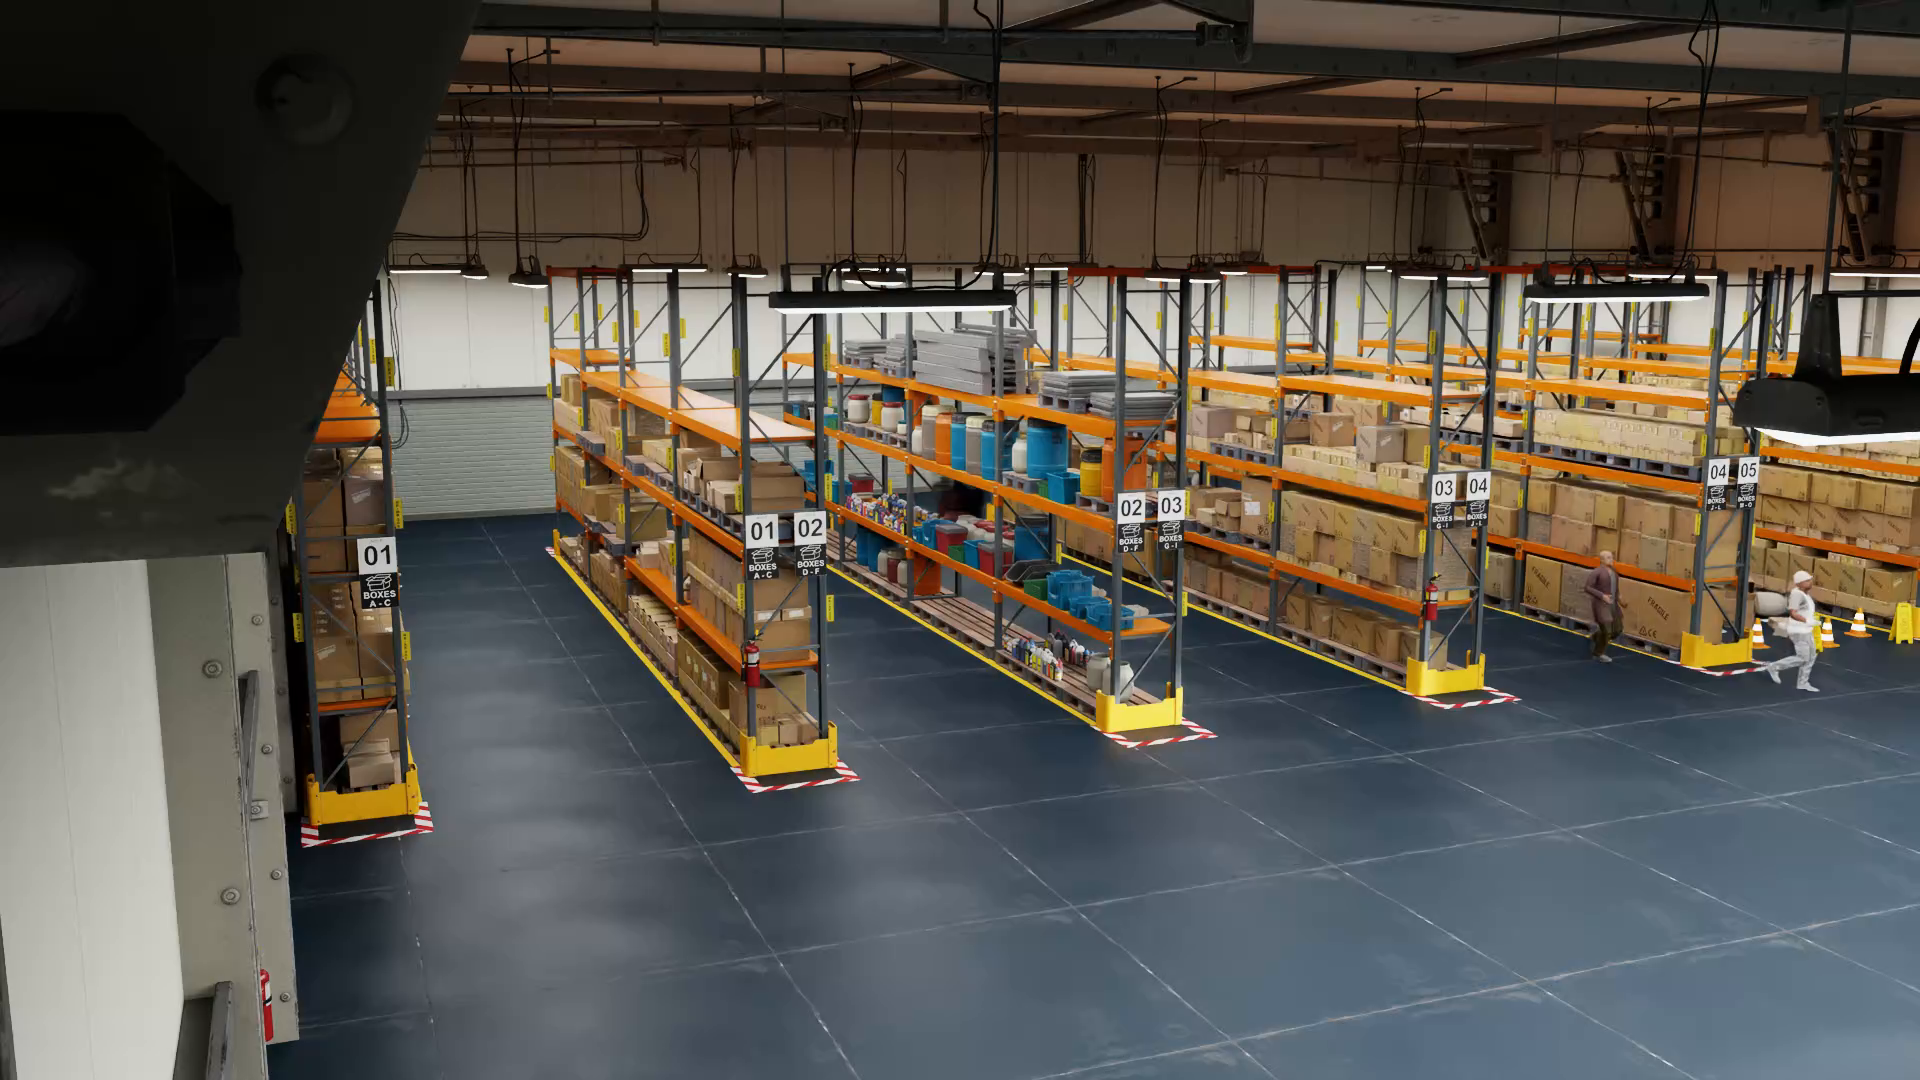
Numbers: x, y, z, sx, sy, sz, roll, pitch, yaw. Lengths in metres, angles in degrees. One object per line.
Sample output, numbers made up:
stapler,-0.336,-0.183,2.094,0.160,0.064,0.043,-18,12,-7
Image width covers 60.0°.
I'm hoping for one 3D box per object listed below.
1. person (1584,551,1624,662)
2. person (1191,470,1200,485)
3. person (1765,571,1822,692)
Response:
person,9.997,1.025,25.762,0.708,1.729,0.649,-5,11,-26
person,6.035,-1.780,41.801,0.932,1.811,0.669,-3,10,-16
person,12.115,1.321,24.071,0.727,1.773,0.681,6,12,32
